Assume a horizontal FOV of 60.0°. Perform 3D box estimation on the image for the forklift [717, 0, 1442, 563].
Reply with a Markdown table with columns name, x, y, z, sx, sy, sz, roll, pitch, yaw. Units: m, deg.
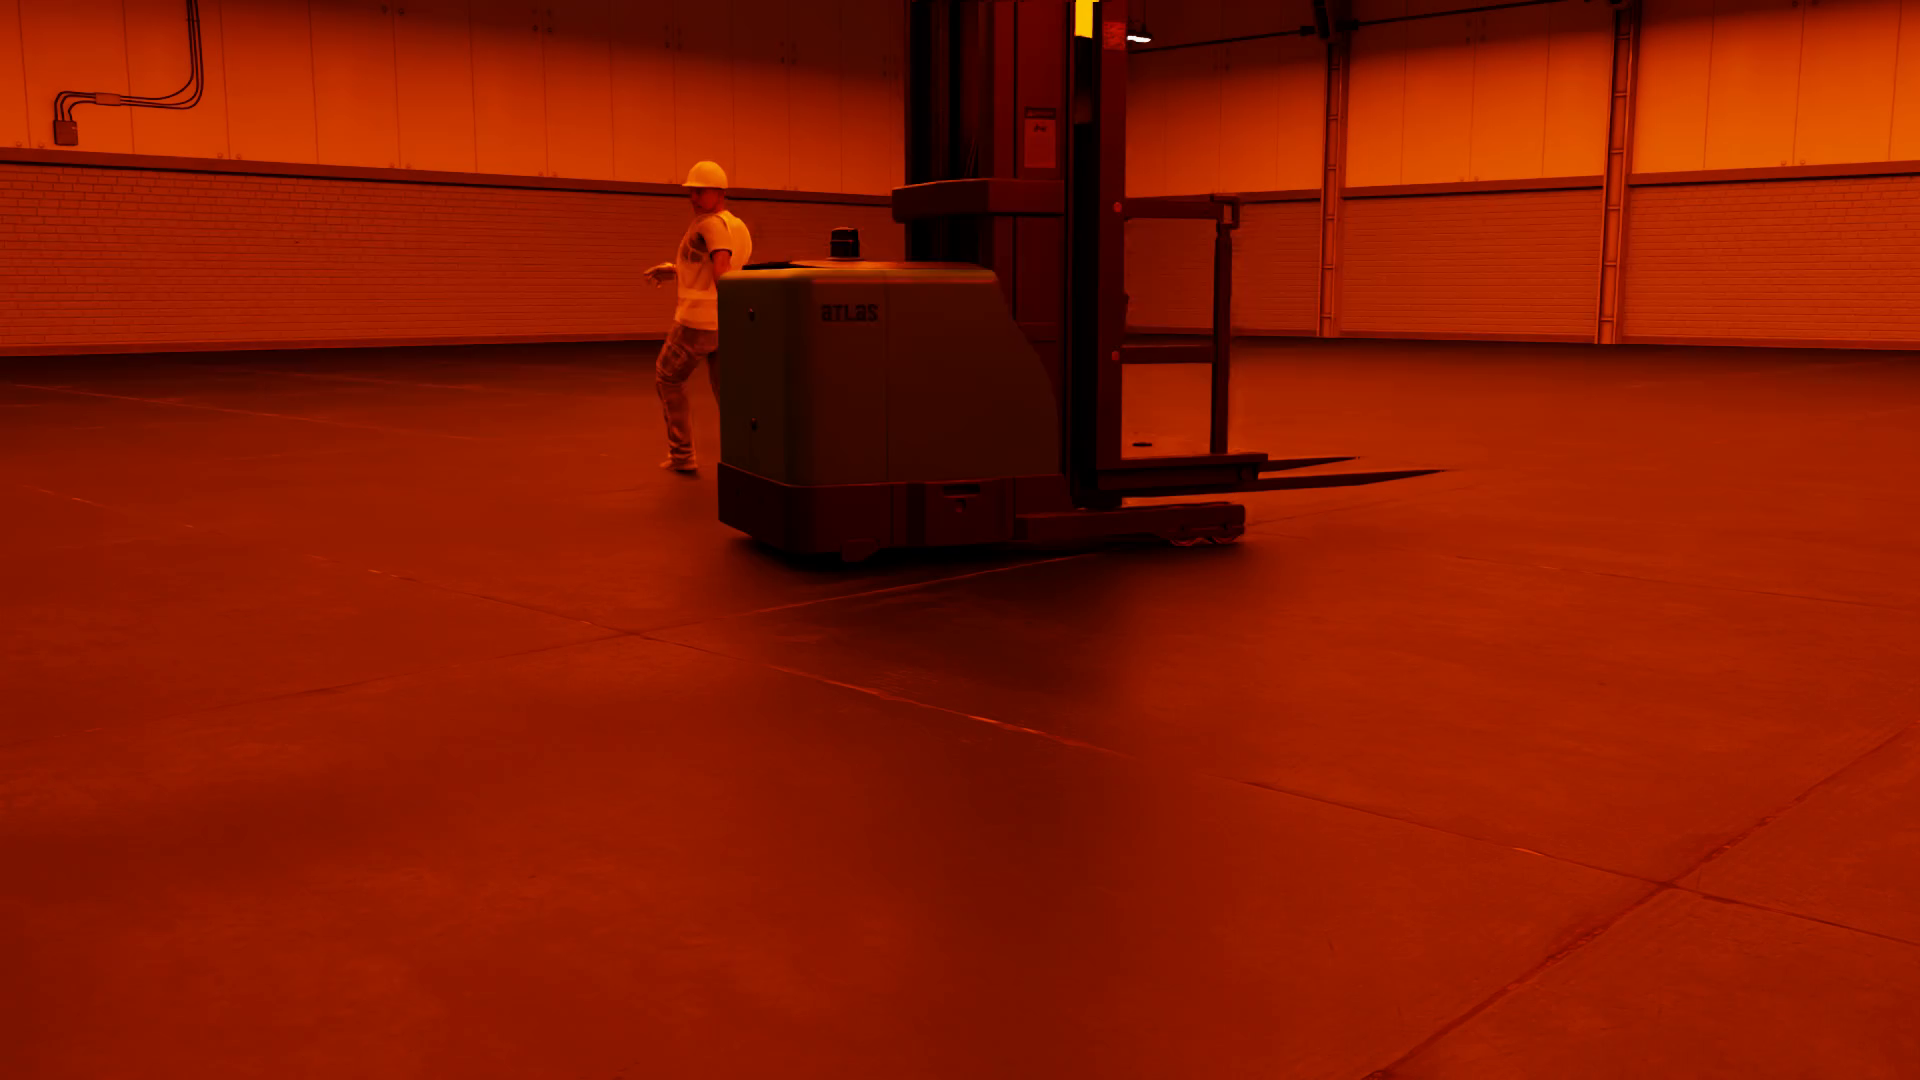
| name | x | y | z | sx | sy | sz | roll | pitch | yaw |
| --- | --- | --- | --- | --- | --- | --- | --- | --- | --- |
| forklift | 0.581 | -1.487 | 6.752 | 3.031 | 2.935 | 1.130 | -4 | 9 | -23 |

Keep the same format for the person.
| name | x | y | z | sx | sy | sz | roll | pitch | yaw |
| --- | --- | --- | --- | --- | --- | --- | --- | --- | --- |
| person | -1.348 | -1.185 | 9.018 | 0.939 | 1.695 | 0.583 | 6 | 10 | 34 |
